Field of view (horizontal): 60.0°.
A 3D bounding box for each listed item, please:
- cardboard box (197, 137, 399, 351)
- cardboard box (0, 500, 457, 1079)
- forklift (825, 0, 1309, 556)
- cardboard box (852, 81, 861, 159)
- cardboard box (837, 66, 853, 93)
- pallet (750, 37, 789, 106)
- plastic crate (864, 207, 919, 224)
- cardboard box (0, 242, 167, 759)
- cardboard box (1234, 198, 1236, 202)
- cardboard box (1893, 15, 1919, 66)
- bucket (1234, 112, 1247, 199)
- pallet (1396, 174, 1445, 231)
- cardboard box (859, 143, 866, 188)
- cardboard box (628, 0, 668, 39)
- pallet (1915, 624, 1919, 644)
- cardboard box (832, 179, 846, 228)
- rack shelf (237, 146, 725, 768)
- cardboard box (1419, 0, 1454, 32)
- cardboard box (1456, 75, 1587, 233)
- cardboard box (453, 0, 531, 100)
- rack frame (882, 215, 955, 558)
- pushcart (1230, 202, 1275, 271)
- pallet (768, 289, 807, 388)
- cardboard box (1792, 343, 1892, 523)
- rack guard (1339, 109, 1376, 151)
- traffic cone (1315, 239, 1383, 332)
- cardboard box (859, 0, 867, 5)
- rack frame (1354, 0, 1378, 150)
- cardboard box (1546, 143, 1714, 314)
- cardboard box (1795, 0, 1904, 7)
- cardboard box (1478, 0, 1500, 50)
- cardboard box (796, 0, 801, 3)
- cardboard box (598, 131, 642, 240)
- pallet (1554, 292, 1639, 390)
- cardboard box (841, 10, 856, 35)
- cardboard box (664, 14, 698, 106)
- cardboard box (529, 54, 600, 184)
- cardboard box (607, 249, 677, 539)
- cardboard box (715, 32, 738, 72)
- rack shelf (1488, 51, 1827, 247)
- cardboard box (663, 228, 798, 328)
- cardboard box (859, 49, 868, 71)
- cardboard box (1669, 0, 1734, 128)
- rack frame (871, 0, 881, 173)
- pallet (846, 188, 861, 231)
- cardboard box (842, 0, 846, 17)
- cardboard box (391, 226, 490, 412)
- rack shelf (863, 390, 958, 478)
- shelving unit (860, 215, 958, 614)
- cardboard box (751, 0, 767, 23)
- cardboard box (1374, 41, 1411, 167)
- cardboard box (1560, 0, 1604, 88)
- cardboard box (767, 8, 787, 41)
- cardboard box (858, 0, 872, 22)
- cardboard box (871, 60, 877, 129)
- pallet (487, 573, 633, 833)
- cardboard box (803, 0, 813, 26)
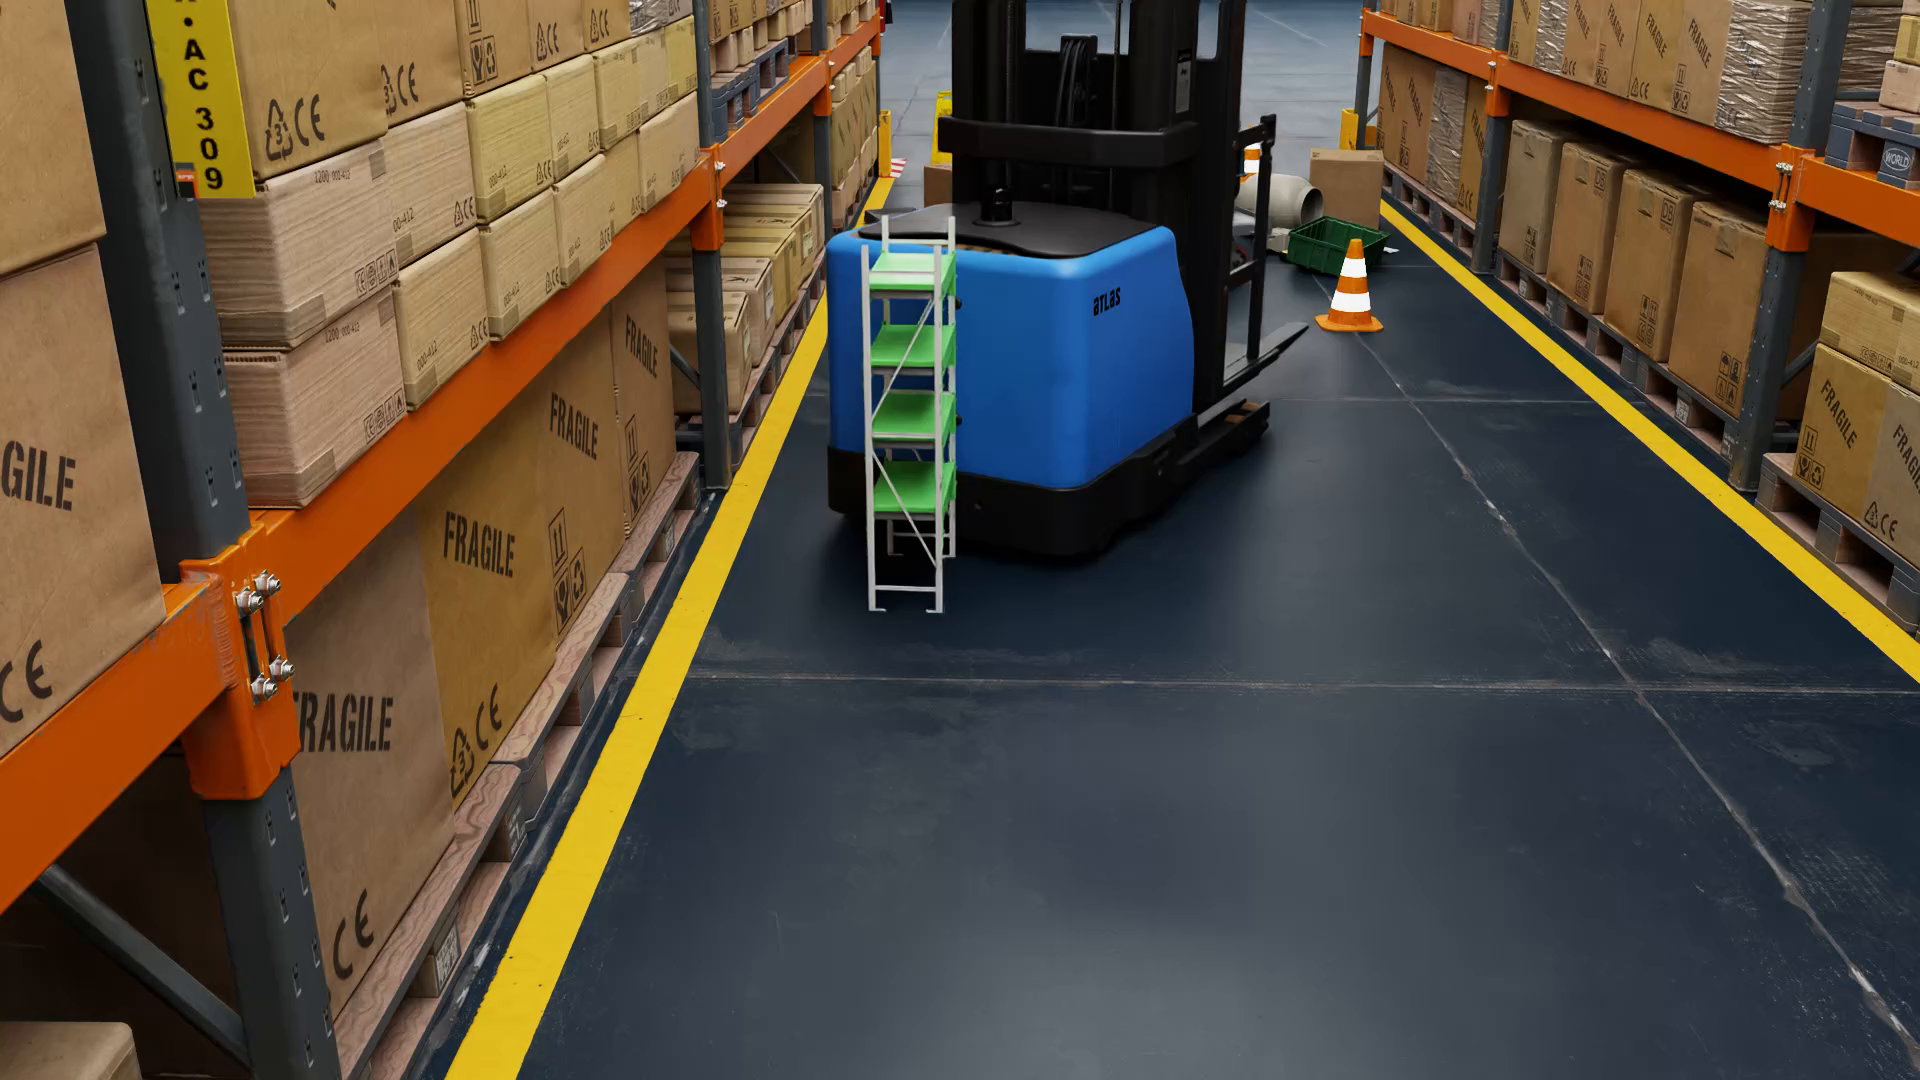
[{"bbox_3d":[-1.233,-0.485,2.648,0.500,0.250,0.500,0,21,0],"label":"cardboard box"},{"bbox_3d":[-1.590,0.404,3.197,0.875,0.875,0.875,1,21,3],"label":"cardboard box"},{"bbox_3d":[0.674,-1.800,6.616,1.130,2.935,3.031,11,24,27],"label":"forklift"},{"bbox_3d":[-0.976,-2.913,11.574,0.500,0.500,0.500,2,21,4],"label":"cardboard box"},{"bbox_3d":[-0.920,-3.065,11.068,0.380,0.149,0.250,1,21,4],"label":"cardboard box"},{"bbox_3d":[-1.388,-2.239,7.917,1.003,0.211,1.213,1,21,2],"label":"pallet"},{"bbox_3d":[-0.418,-2.256,11.732,0.402,0.080,0.583,-7,22,-17],"label":"plastic crate"},{"bbox_3d":[-1.287,-0.042,1.852,0.500,0.500,0.500,1,21,2],"label":"cardboard box"},{"bbox_3d":[1.877,-2.407,11.866,0.396,0.266,0.258,4,22,11],"label":"cardboard box"},{"bbox_3d":[3.328,-1.639,5.461,0.380,0.149,0.250,2,21,4],"label":"cardboard box"},{"bbox_3d":[1.365,-2.297,10.227,0.726,0.611,0.620,8,33,20],"label":"bucket"},{"bbox_3d":[3.801,-2.457,12.068,1.003,0.211,1.213,1,21,2],"label":"pallet"},{"bbox_3d":[-0.953,-2.747,12.182,0.500,0.250,0.500,0,21,0],"label":"cardboard box"},{"bbox_3d":[-1.169,-1.749,4.870,0.500,0.500,0.500,1,21,3],"label":"cardboard box"},{"bbox_3d":[3.479,0.429,4.633,1.003,0.211,1.213,1,21,2],"label":"pallet"},{"bbox_3d":[-0.998,-2.182,10.727,0.500,0.250,0.500,0,21,-1],"label":"cardboard box"},{"bbox_3d":[-1.468,-0.553,4.303,1.077,0.370,4.000,1,21,2],"label":"rack shelf"},{"bbox_3d":[3.709,-3.829,11.544,0.875,0.550,0.500,1,21,2],"label":"cardboard box"},{"bbox_3d":[3.755,-2.472,10.610,0.875,0.875,0.875,1,21,2],"label":"cardboard box"},{"bbox_3d":[-1.222,-1.200,3.454,0.500,0.500,0.500,0,21,0],"label":"cardboard box"},{"bbox_3d":[-0.137,-0.501,5.661,0.240,1.200,0.015,2,21,4],"label":"rack frame"},{"bbox_3d":[0.995,-1.829,10.220,1.648,0.377,0.936,-7,22,-17],"label":"pushcart"},{"bbox_3d":[-1.342,-1.034,8.403,1.003,0.211,1.213,1,21,2],"label":"pallet"},{"bbox_3d":[3.267,-0.371,5.715,0.500,0.500,0.500,0,21,-1],"label":"cardboard box"},{"bbox_3d":[3.788,-3.330,13.920,1.175,0.500,0.348,1,21,2],"label":"rack guard"},{"bbox_3d":[2.115,-1.389,8.970,0.336,0.463,0.334,1,21,2],"label":"traffic cone"},{"bbox_3d":[-0.943,-4.129,11.973,0.500,0.500,0.500,1,21,1],"label":"cardboard box"},{"bbox_3d":[3.787,-4.487,13.445,1.000,3.000,0.127,1,21,2],"label":"rack frame"},{"bbox_3d":[3.703,-1.613,8.569,1.050,0.750,0.750,1,21,2],"label":"cardboard box"},{"bbox_3d":[3.567,-2.269,6.209,0.700,0.500,0.500,1,21,1],"label":"cardboard box"},{"bbox_3d":[3.665,-3.244,10.035,0.875,0.550,0.550,1,21,2],"label":"cardboard box"},{"bbox_3d":[-1.084,-3.090,8.717,0.500,0.500,0.500,1,21,2],"label":"cardboard box"},{"bbox_3d":[-1.194,-0.989,4.640,0.500,0.250,0.500,0,21,1],"label":"cardboard box"},{"bbox_3d":[3.683,-1.018,8.361,1.003,0.211,1.213,1,21,2],"label":"pallet"},{"bbox_3d":[-0.907,-3.514,11.286,0.380,0.149,0.250,1,21,2],"label":"cardboard box"},{"bbox_3d":[-1.168,-1.597,5.515,0.500,0.250,0.500,1,21,1],"label":"cardboard box"},{"bbox_3d":[-1.190,-1.039,4.075,0.500,0.250,0.500,0,21,0],"label":"cardboard box"},{"bbox_3d":[-1.511,-0.568,5.704,0.875,0.875,0.875,0,21,1],"label":"cardboard box"},{"bbox_3d":[-1.115,-2.006,6.820,0.380,0.149,0.250,-1,21,-2],"label":"cardboard box"},{"bbox_3d":[3.605,-1.982,7.984,1.077,0.370,4.000,1,21,2],"label":"rack shelf"},{"bbox_3d":[-1.337,-1.328,8.356,0.950,0.372,0.625,1,21,3],"label":"cardboard box"},{"bbox_3d":[-0.882,-3.553,12.328,0.380,0.149,0.250,1,21,3],"label":"cardboard box"},{"bbox_3d":[3.306,-1.987,6.864,0.500,0.500,0.500,1,21,2],"label":"cardboard box"},{"bbox_3d":[-1.164,-4.504,13.491,1.000,3.000,0.127,1,21,2],"label":"rack frame"},{"bbox_3d":[-1.266,-2.444,12.035,1.003,0.211,1.213,1,21,2],"label":"pallet"},{"bbox_3d":[-1.001,-3.581,10.563,0.500,0.500,0.500,1,21,1],"label":"cardboard box"},{"bbox_3d":[-1.237,-0.439,3.221,0.500,0.250,0.500,0,21,0],"label":"cardboard box"},{"bbox_3d":[-0.157,-0.353,5.457,0.258,0.148,0.480,2,21,4],"label":"rack shelf"},{"bbox_3d":[-0.157,-0.413,5.434,0.258,1.200,0.503,2,21,4],"label":"shelving unit"},{"bbox_3d":[-1.144,-2.534,7.282,0.500,0.500,0.500,1,21,3],"label":"cardboard box"},{"bbox_3d":[3.833,-3.446,13.120,0.875,0.875,0.875,1,21,2],"label":"cardboard box"},{"bbox_3d":[3.348,-2.536,8.281,0.500,0.500,0.500,1,21,1],"label":"cardboard box"},{"bbox_3d":[-1.071,-2.579,8.296,0.380,0.149,0.250,1,21,2],"label":"cardboard box"},{"bbox_3d":[-0.865,-3.971,12.464,0.380,0.149,0.250,1,21,3],"label":"cardboard box"},{"bbox_3d":[-0.927,-3.475,13.023,0.500,0.500,0.500,1,21,2],"label":"cardboard box"},{"bbox_3d":[-1.546,0.412,4.674,1.003,0.211,1.213,1,21,2],"label":"pallet"},{"bbox_3d":[-1.025,-2.948,9.246,0.380,0.149,0.250,1,21,2],"label":"cardboard box"}]
